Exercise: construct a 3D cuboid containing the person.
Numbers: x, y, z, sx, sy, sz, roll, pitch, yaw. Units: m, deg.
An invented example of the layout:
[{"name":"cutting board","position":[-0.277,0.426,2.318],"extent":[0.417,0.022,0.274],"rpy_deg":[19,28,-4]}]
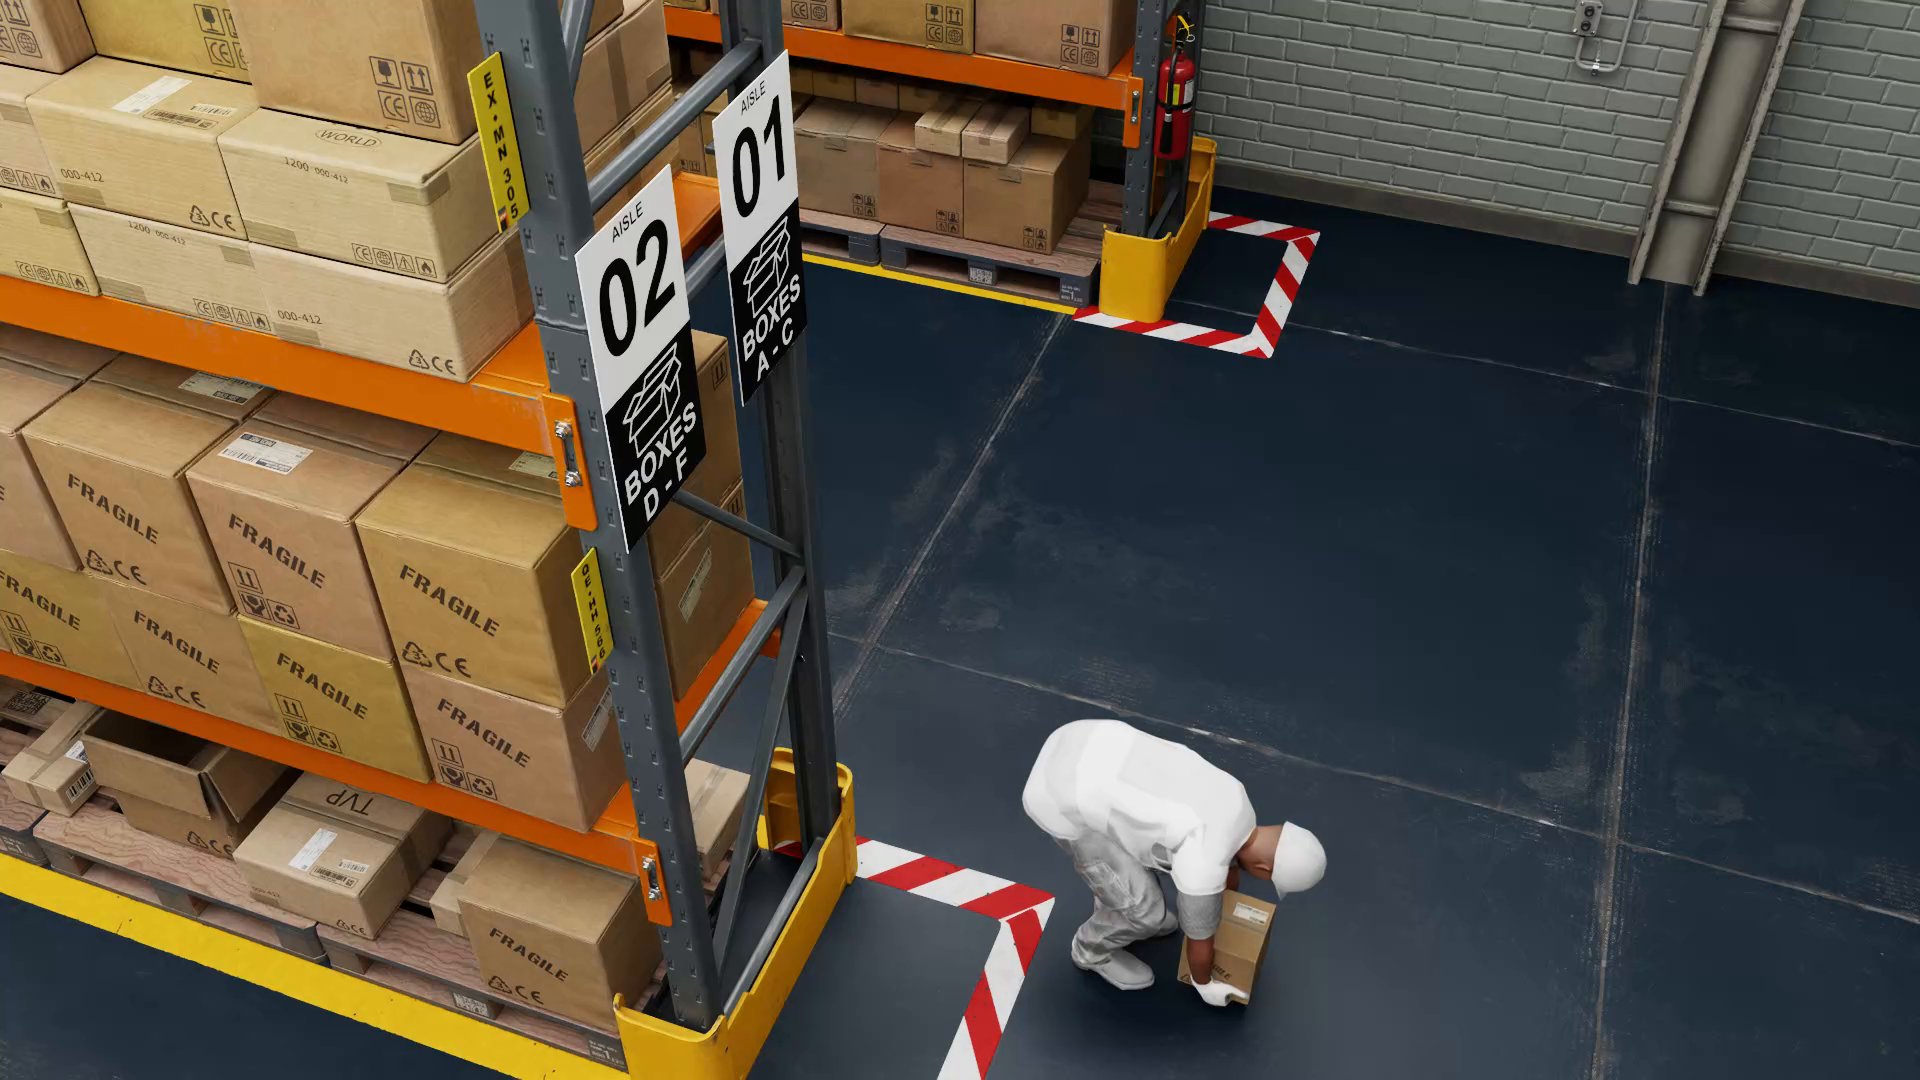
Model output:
[{"name":"person","position":[0.695,1.076,5.511],"extent":[0.980,0.989,0.523],"rpy_deg":[15,43,16]}]
